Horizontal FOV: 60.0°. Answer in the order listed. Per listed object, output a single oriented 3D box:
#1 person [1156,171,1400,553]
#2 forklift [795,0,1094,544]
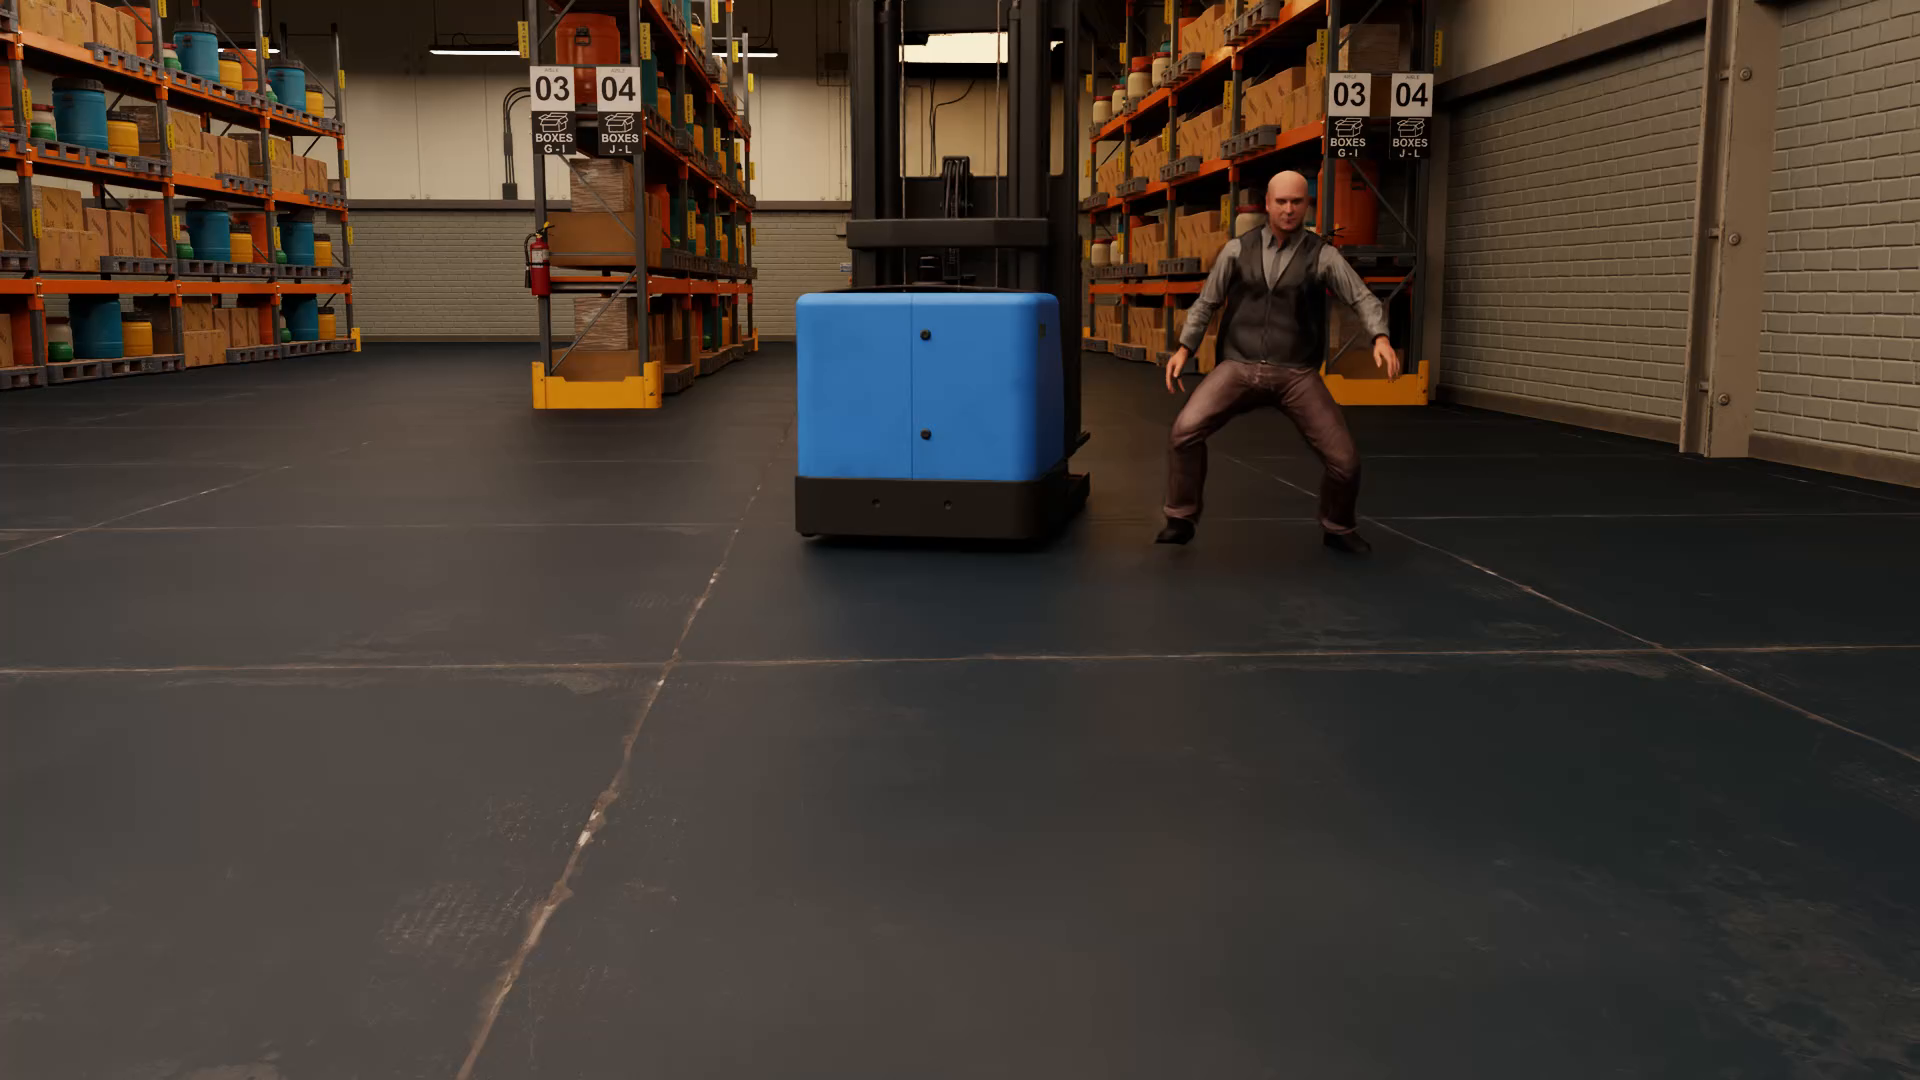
[{"bbox_3d":[1.328,-0.707,6.831,0.939,1.591,0.714,2,9,16],"label":"person"},{"bbox_3d":[0.065,-1.611,8.180,1.130,2.935,3.031,1,9,10],"label":"forklift"}]
